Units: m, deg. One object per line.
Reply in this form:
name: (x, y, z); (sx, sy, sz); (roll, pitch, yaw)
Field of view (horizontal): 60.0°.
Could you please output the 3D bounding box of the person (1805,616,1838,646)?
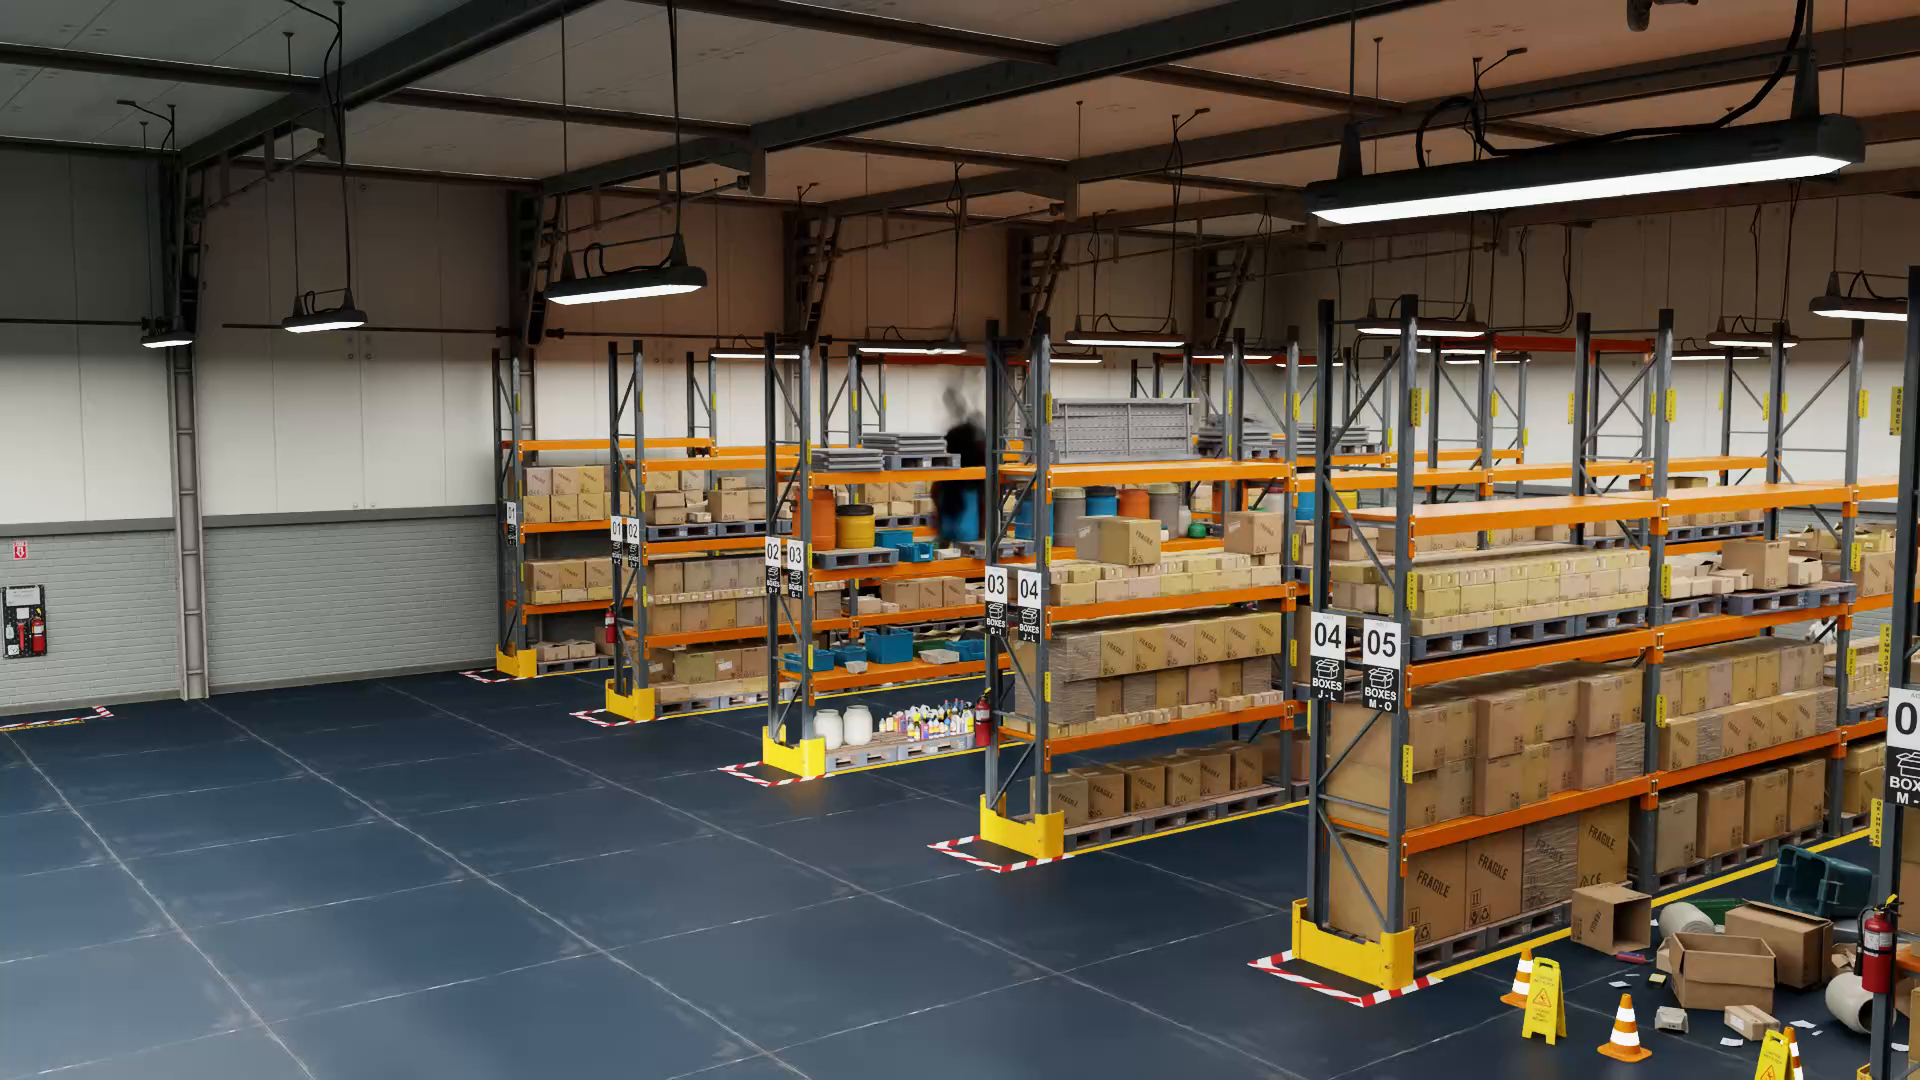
person: (14.285, 1.925, 27.390); (0.656, 1.652, 0.906); (2, 6, 25)
